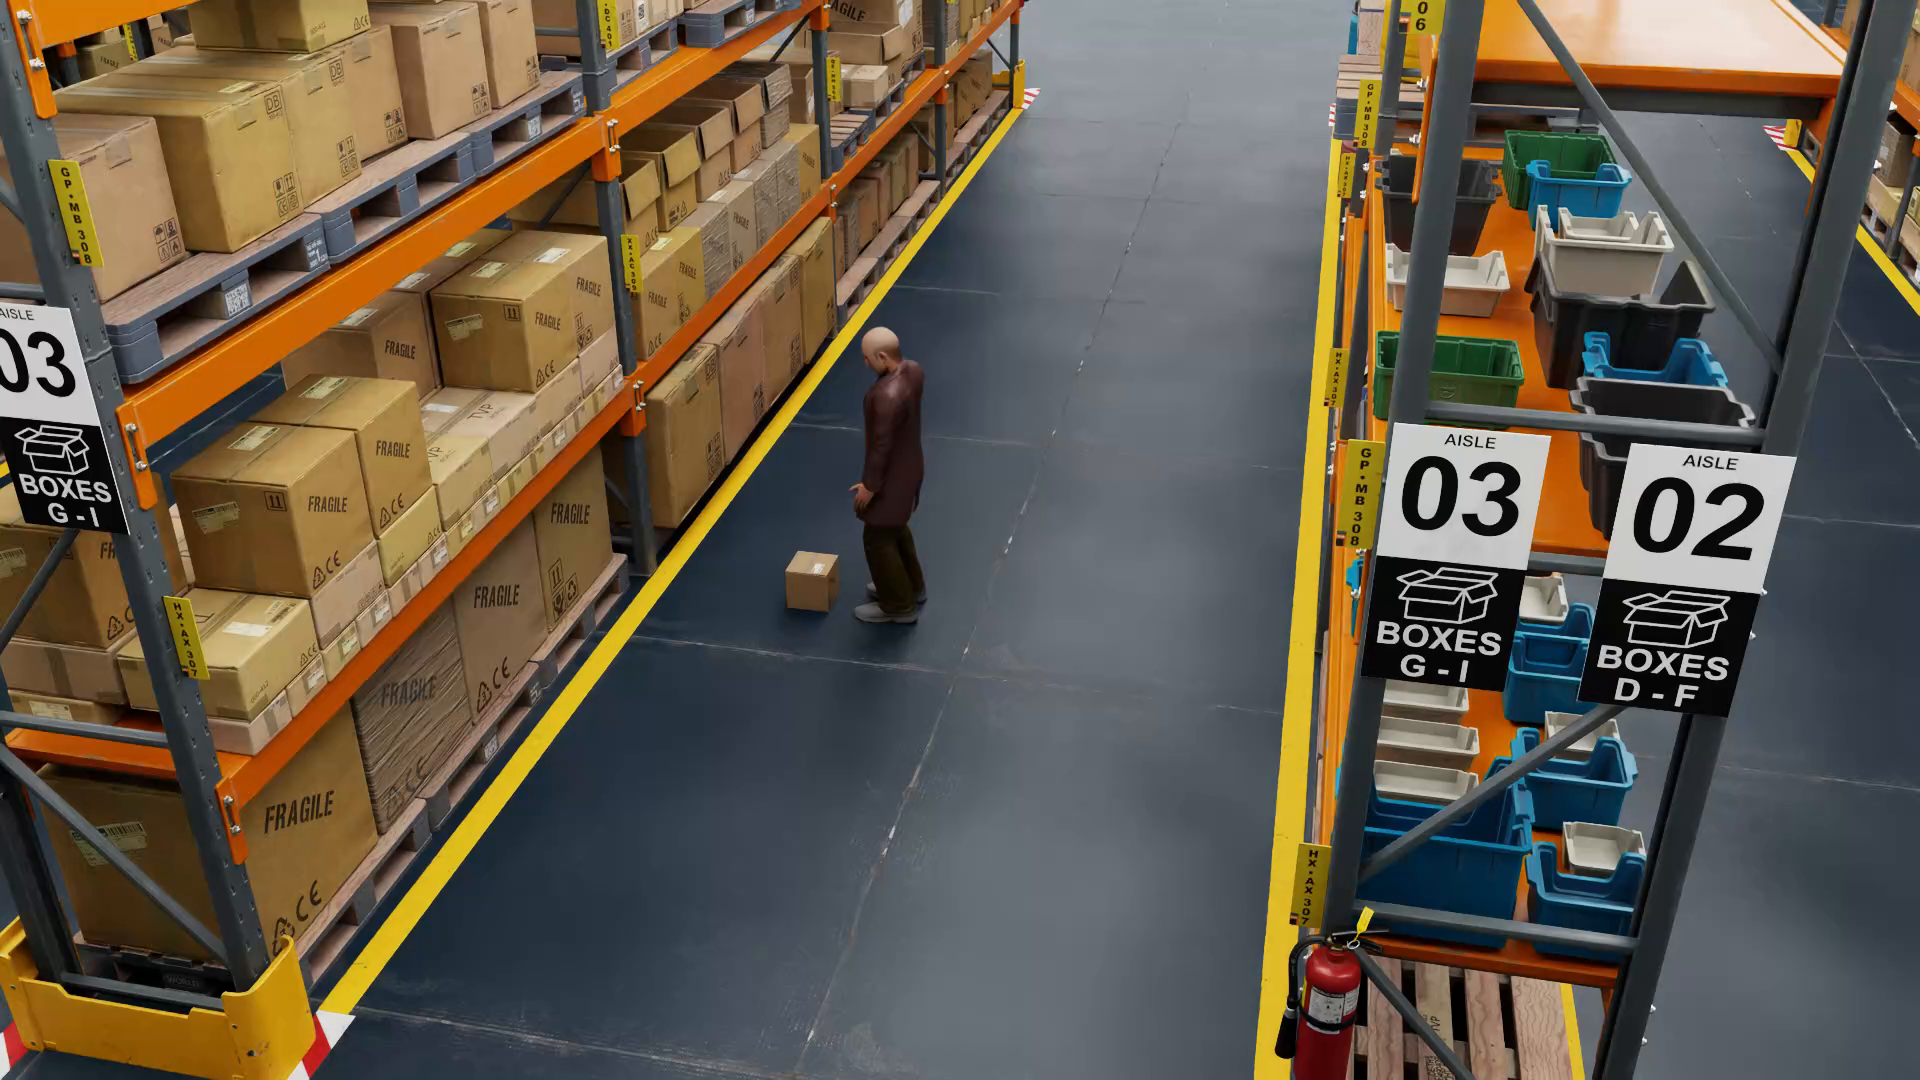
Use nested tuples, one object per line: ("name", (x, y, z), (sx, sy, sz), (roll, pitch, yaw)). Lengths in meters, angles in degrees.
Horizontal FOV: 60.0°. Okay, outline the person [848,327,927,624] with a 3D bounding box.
("person", (-0.410, -0.359, 9.330), (0.382, 1.761, 0.569), (6, 29, 12))
